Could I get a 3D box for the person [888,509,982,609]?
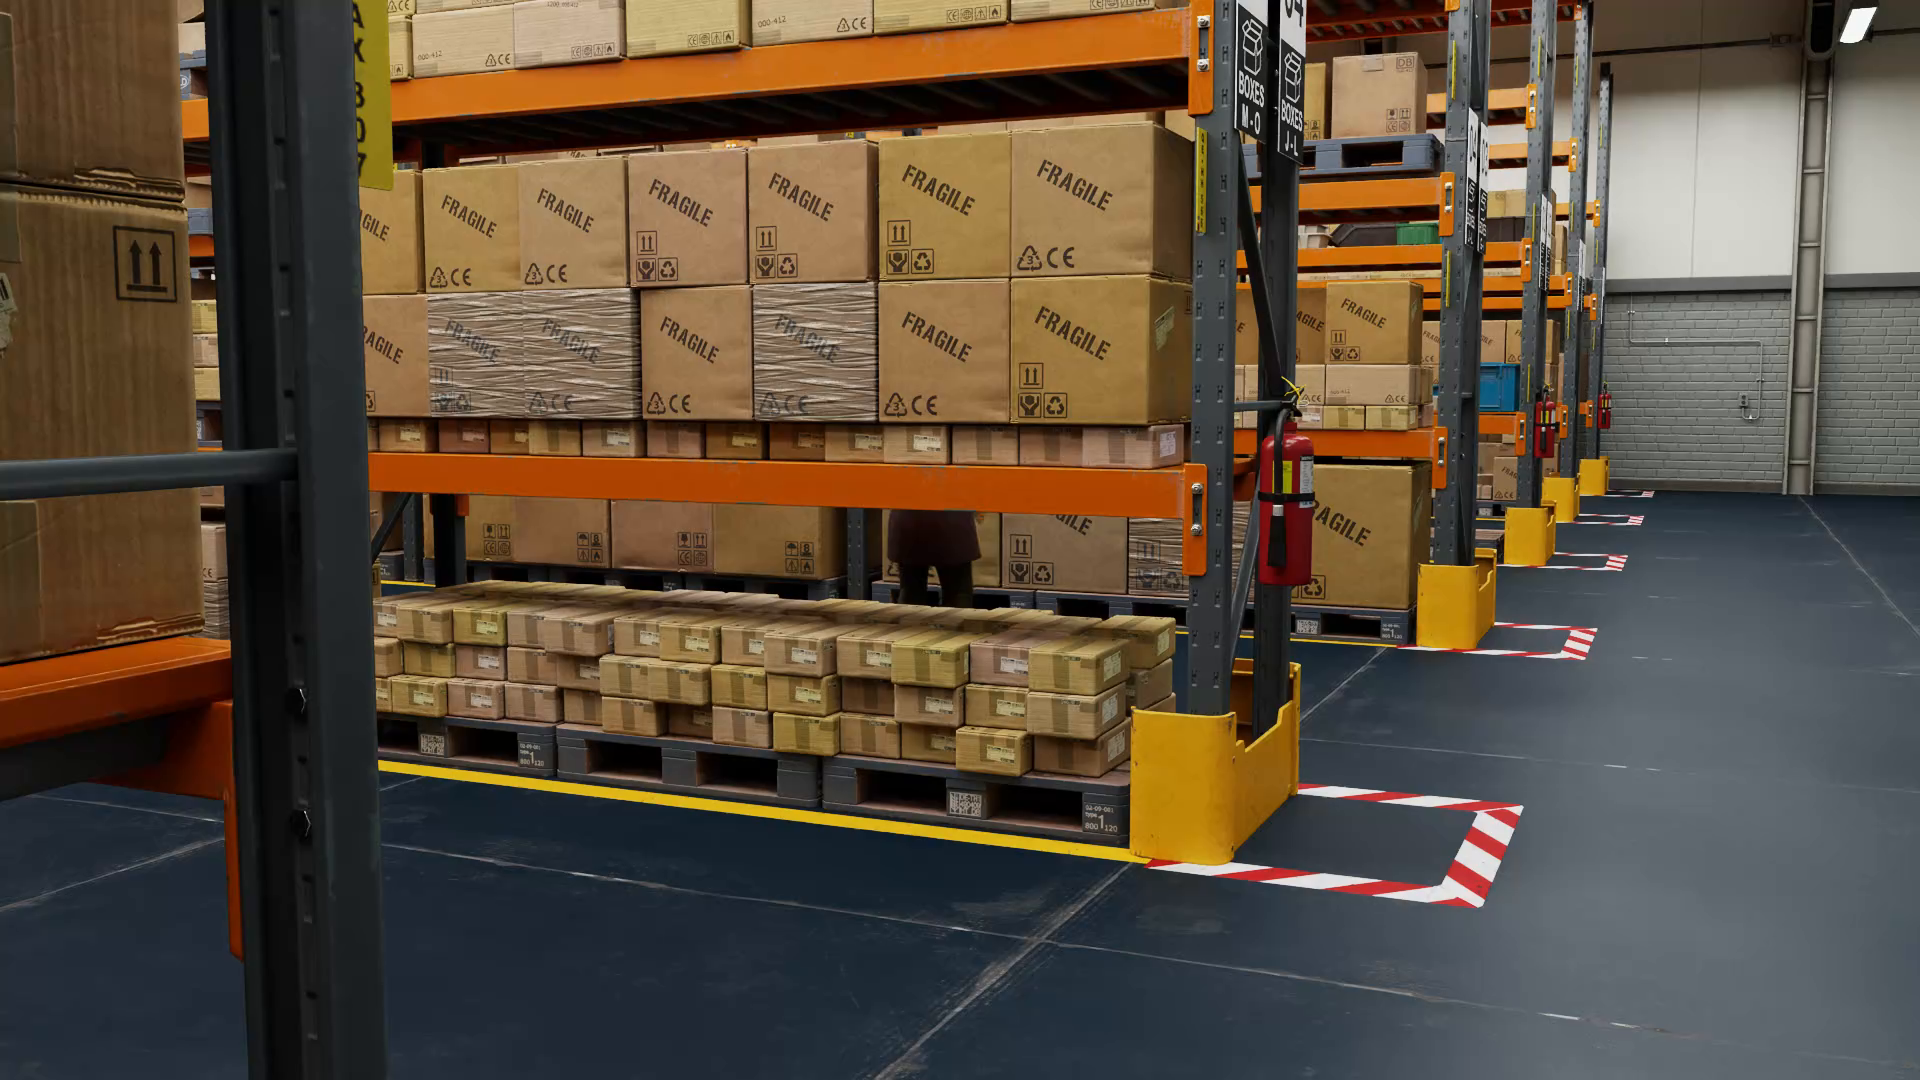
[{"bbox_3d":[-0.118,-0.120,8.682,0.563,1.782,0.508,2,6,23],"label":"person"}]
